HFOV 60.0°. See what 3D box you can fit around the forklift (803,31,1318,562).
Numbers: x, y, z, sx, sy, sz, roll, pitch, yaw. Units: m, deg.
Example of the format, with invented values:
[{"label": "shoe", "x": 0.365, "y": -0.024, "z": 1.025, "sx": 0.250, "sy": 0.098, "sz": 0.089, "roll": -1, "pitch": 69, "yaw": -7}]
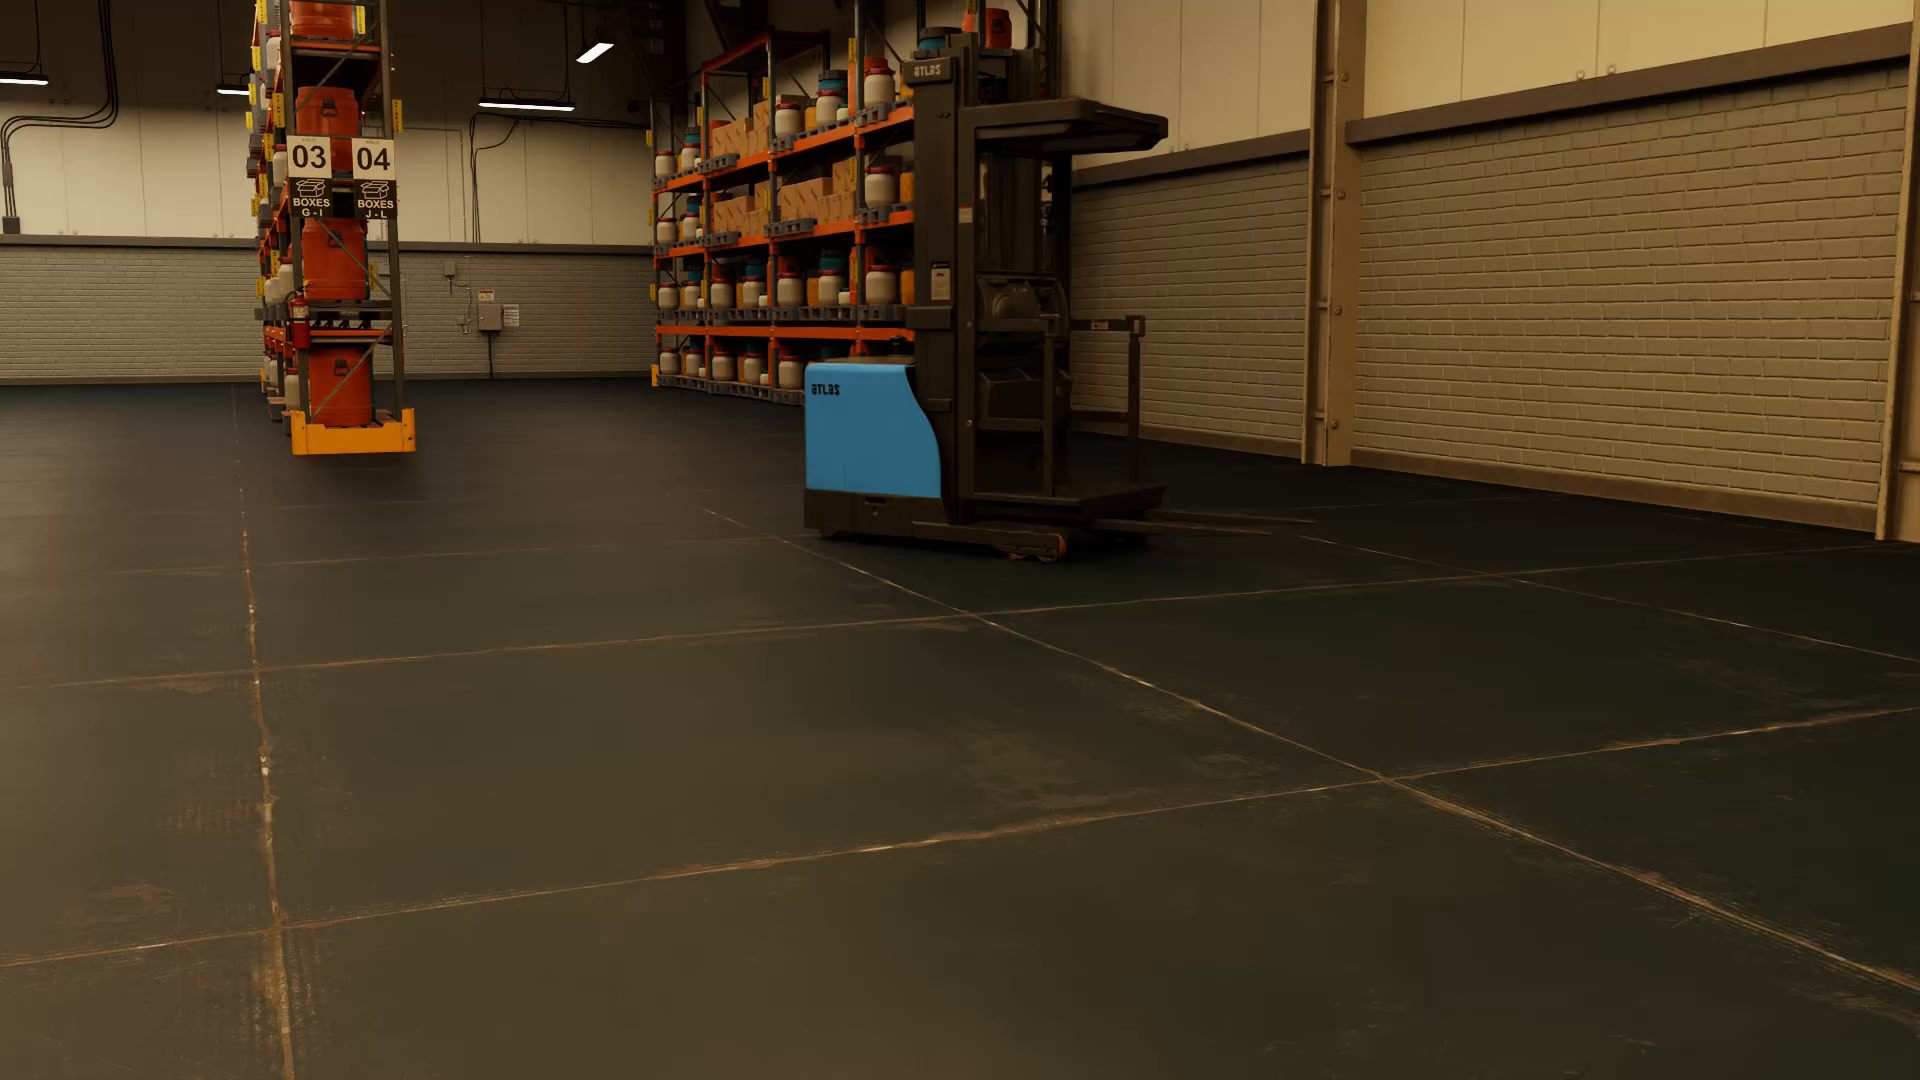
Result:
[{"label": "forklift", "x": 0.545, "y": -1.408, "z": 9.616, "sx": 3.031, "sy": 2.935, "sz": 1.130, "roll": 5, "pitch": 9, "yaw": 33}]
